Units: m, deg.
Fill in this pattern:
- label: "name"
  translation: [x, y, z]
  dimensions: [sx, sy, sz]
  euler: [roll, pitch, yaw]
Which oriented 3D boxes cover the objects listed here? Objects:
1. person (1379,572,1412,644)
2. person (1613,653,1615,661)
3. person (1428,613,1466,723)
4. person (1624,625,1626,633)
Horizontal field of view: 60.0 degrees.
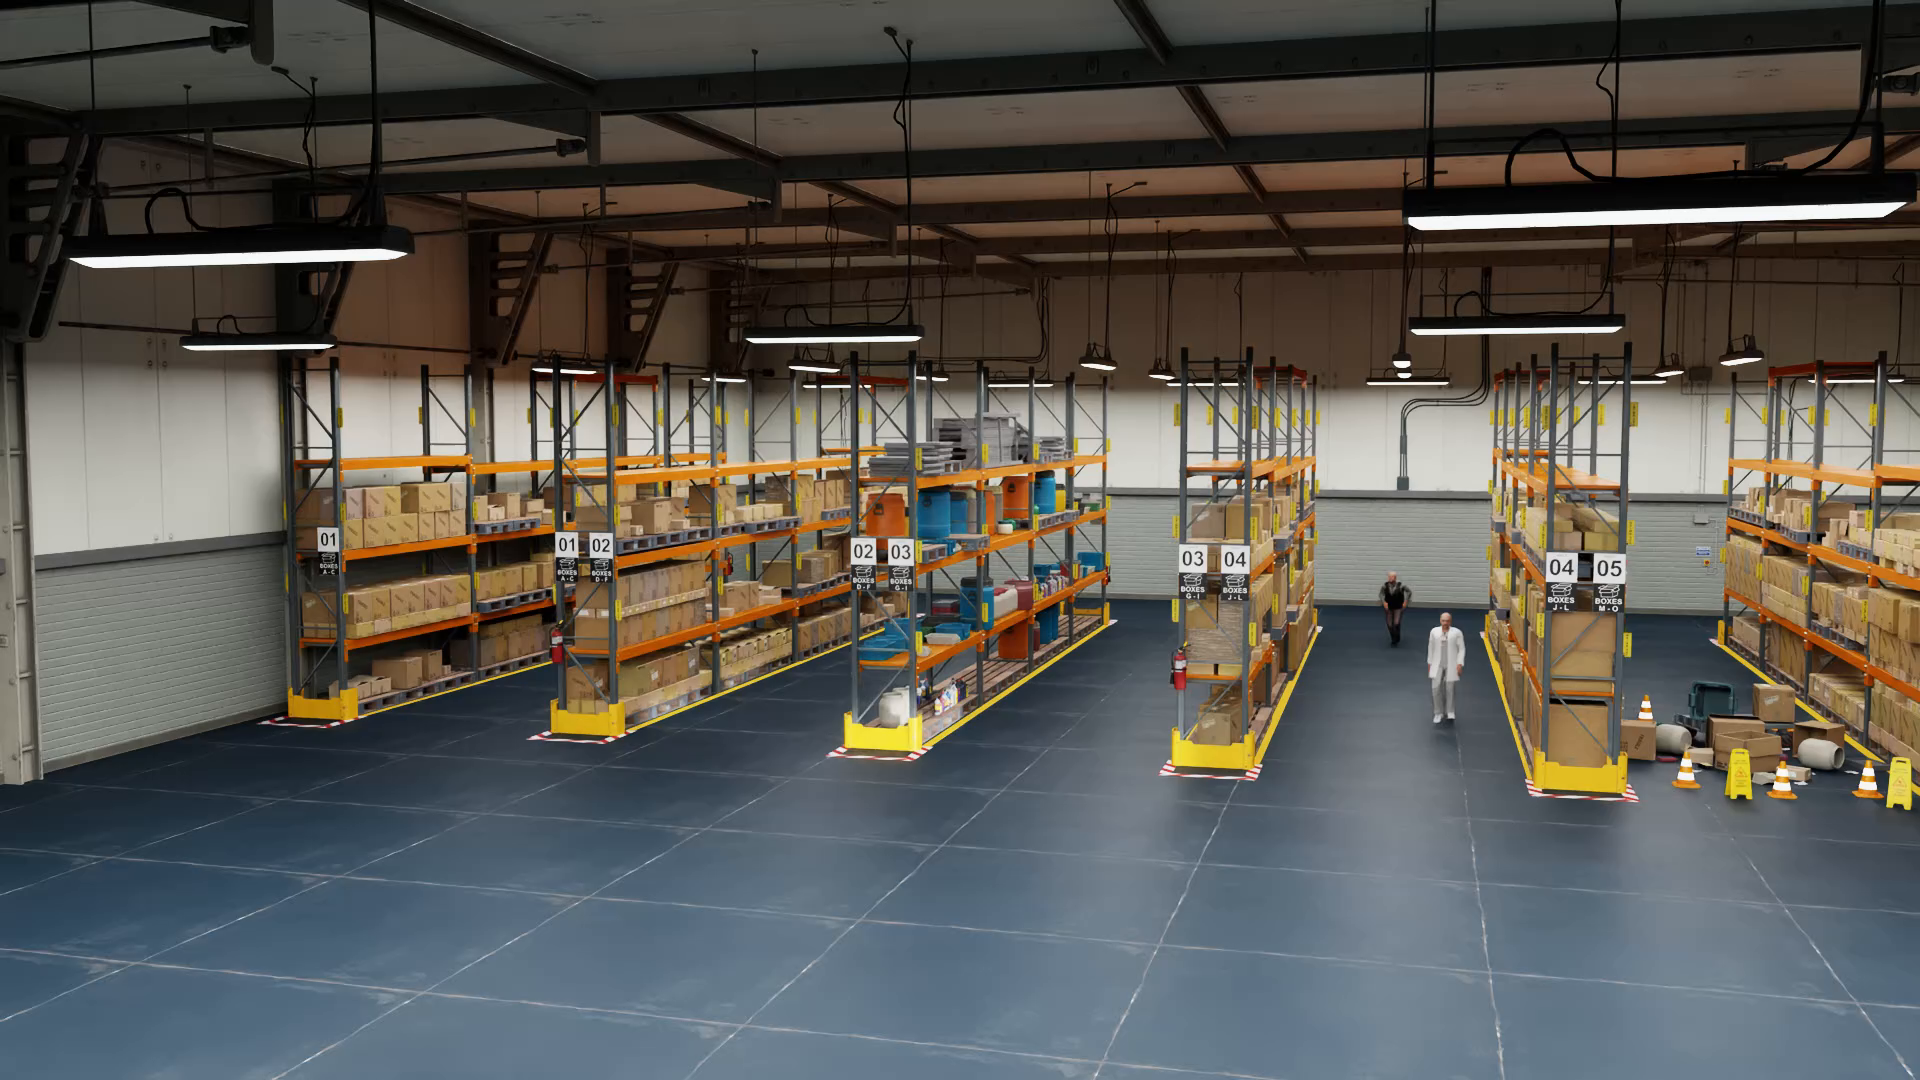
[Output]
- label: "person"
  translation: [9.587, 1.502, 36.616]
  dimensions: [0.703, 1.629, 0.712]
  euler: [2, 5, 24]
- label: "person"
  translation: [13.240, 1.676, 34.043]
  dimensions: [0.498, 1.672, 0.503]
  euler: [1, 4, 13]
- label: "person"
  translation: [8.041, 2.120, 27.513]
  dimensions: [0.628, 1.845, 0.594]
  euler: [2, 5, 27]
- label: "person"
  translation: [14.779, 1.318, 38.291]
  dimensions: [1.092, 1.738, 0.499]
  euler: [2, 5, 27]
